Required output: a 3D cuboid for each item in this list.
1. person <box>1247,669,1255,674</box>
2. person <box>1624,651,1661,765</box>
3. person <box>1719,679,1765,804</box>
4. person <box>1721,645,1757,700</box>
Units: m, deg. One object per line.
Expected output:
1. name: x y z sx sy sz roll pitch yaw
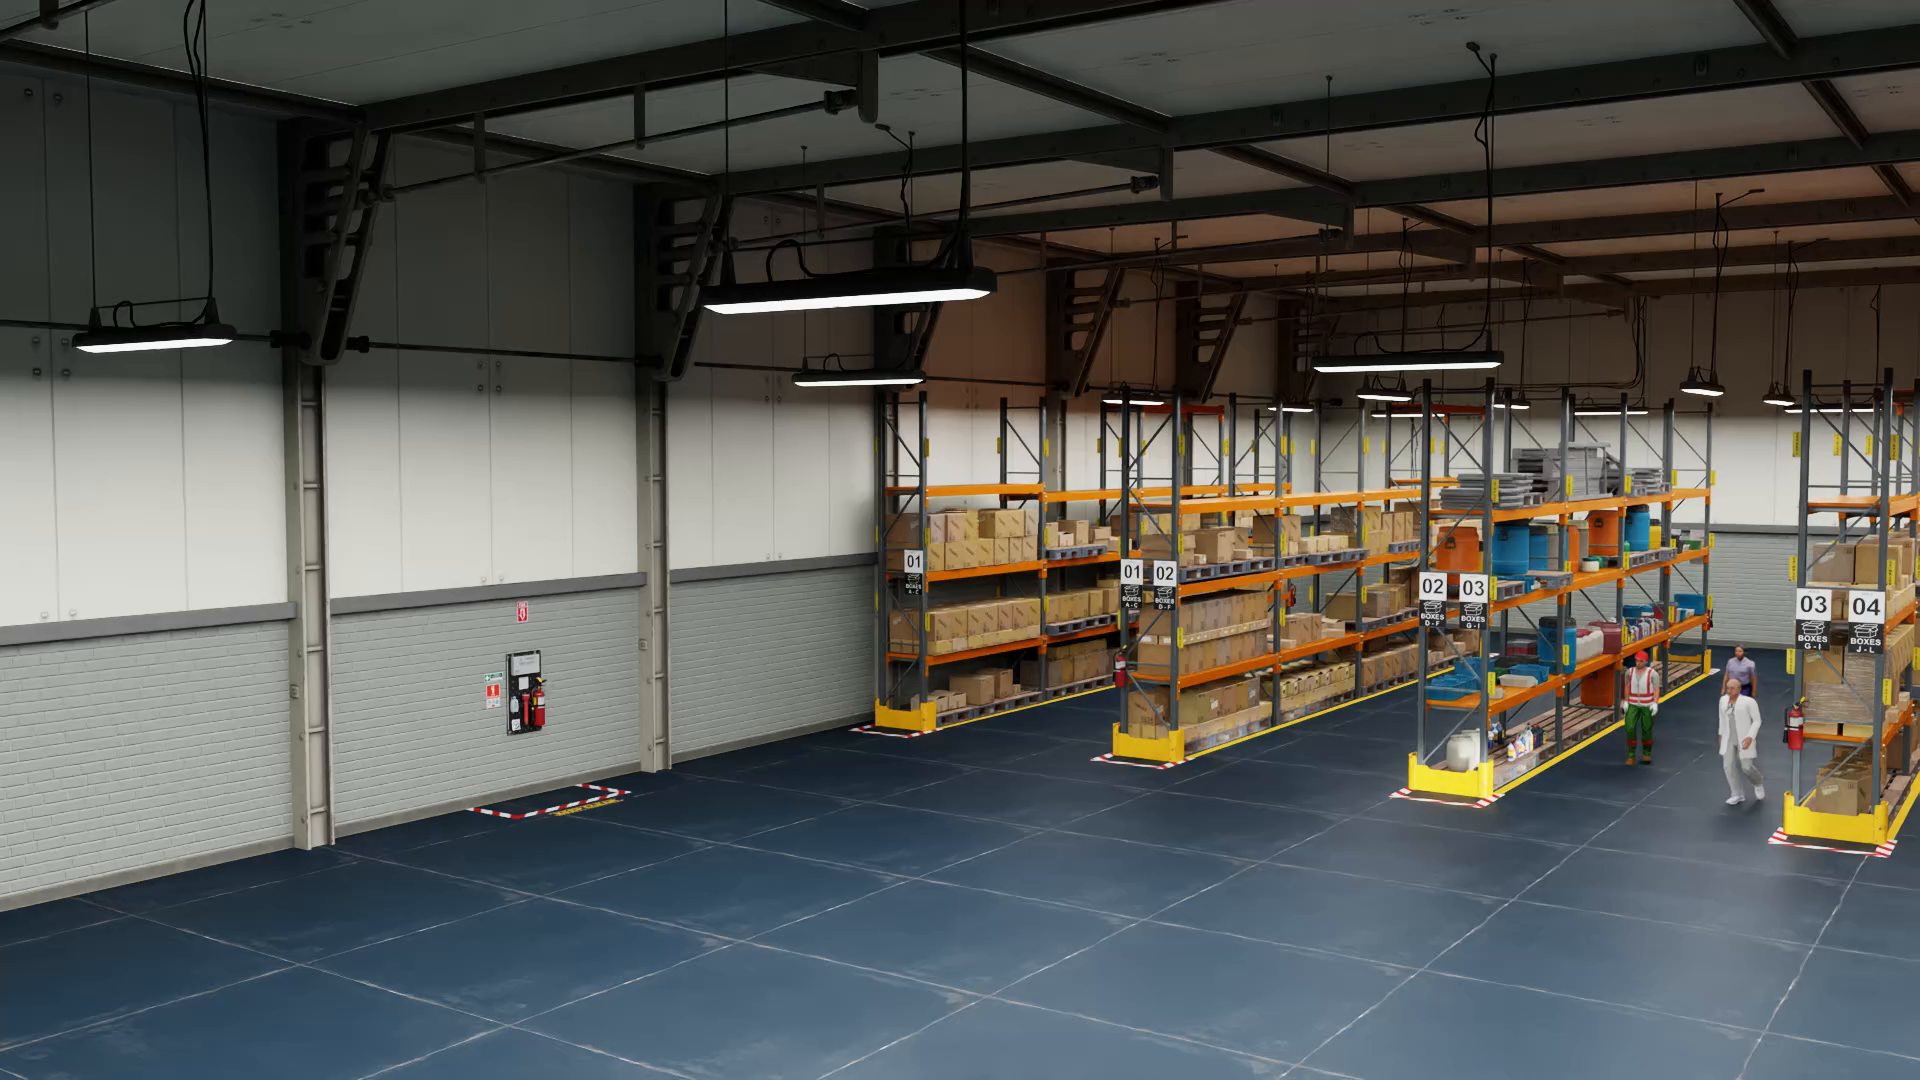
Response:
1. person: 6.402 2.207 36.191 0.384 1.628 0.457 -1 3 -19
2. person: 10.784 2.661 26.341 0.578 1.830 0.561 2 4 38
3. person: 11.070 2.826 23.535 0.750 1.757 0.639 -3 4 -40
4. person: 13.484 2.591 28.756 0.540 1.587 1.043 2 4 34
